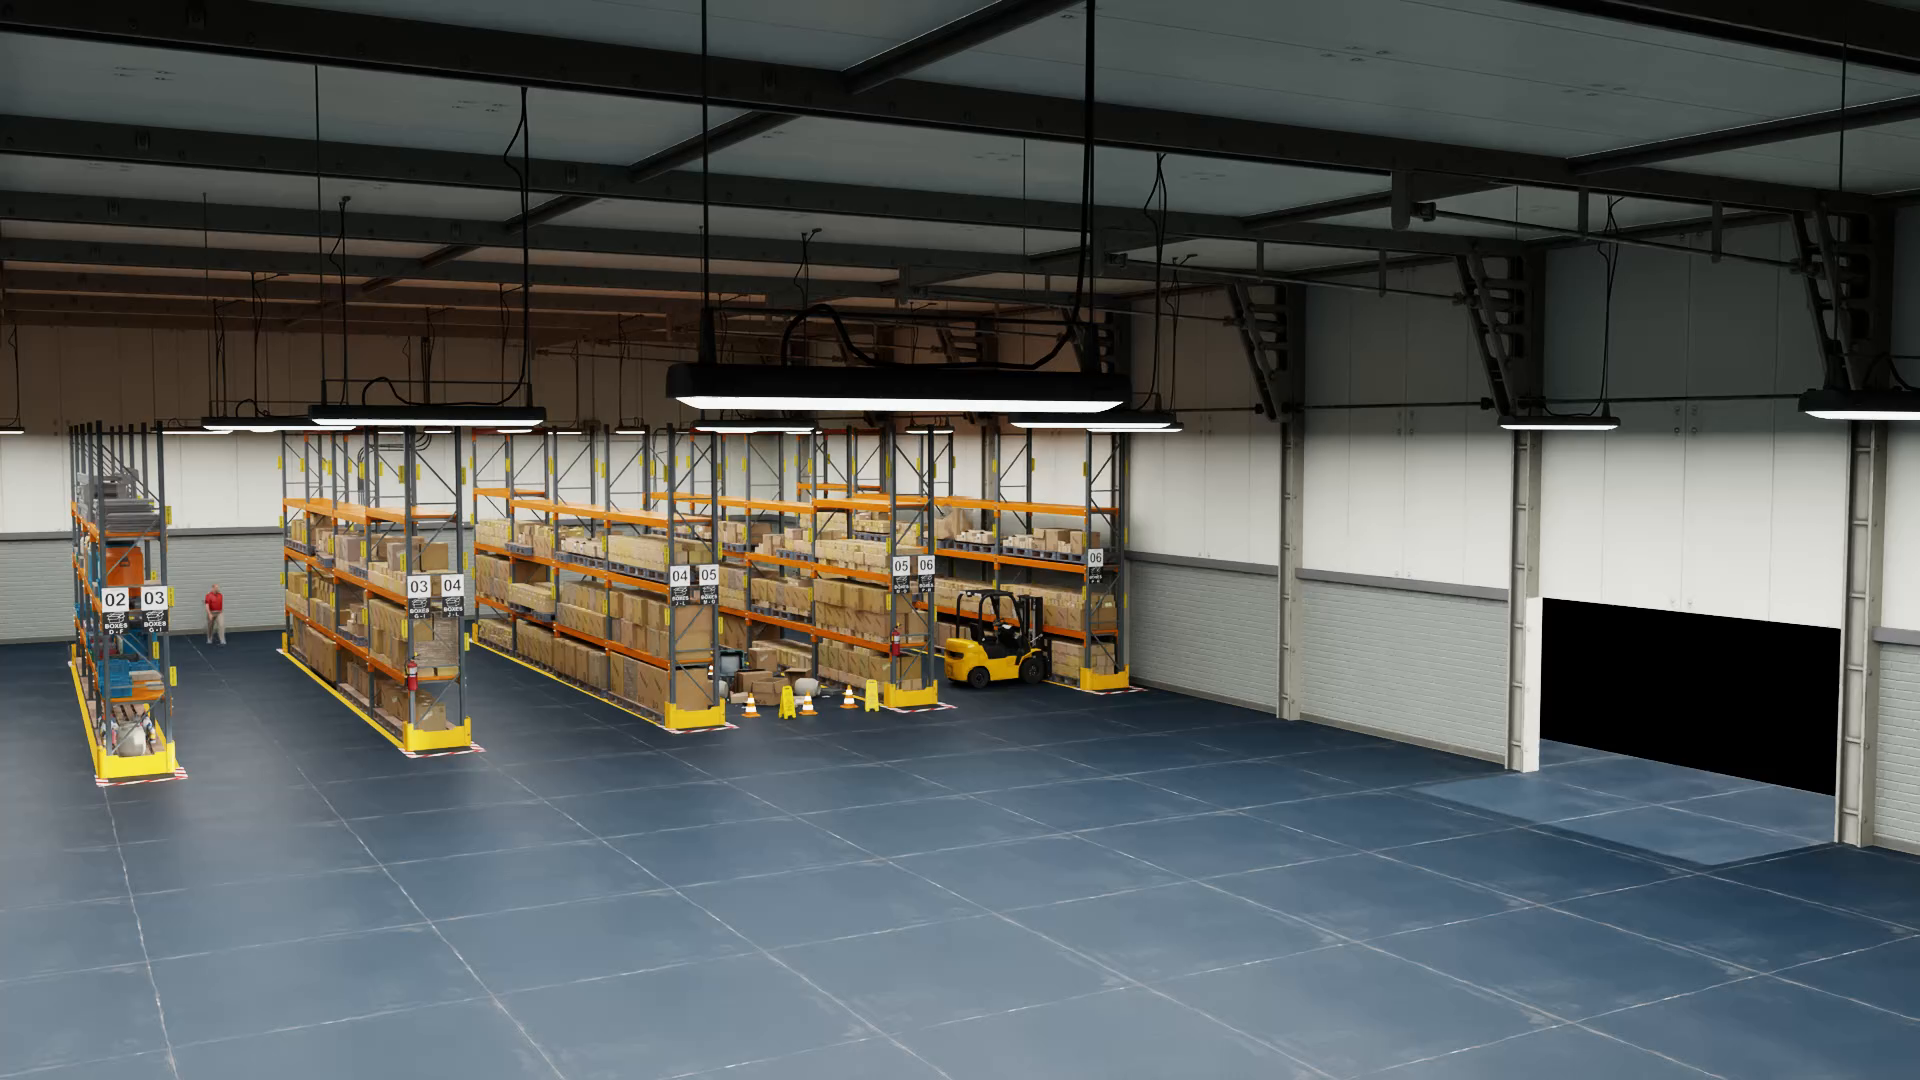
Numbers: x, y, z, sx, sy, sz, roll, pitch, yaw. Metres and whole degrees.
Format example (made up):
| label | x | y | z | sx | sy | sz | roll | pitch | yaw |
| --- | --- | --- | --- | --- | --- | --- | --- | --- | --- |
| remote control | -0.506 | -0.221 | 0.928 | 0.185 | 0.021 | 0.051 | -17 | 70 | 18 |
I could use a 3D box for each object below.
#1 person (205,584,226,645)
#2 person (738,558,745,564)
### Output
| label | x | y | z | sx | sy | sz | roll | pitch | yaw |
| --- | --- | --- | --- | --- | --- | --- | --- | --- | --- |
| person | -20.486 | 2.043 | 45.690 | 0.487 | 1.656 | 1.090 | -2 | 4 | -31 |
| person | -7.155 | 1.450 | 54.439 | 0.696 | 1.799 | 0.931 | 3 | 5 | 43 |
